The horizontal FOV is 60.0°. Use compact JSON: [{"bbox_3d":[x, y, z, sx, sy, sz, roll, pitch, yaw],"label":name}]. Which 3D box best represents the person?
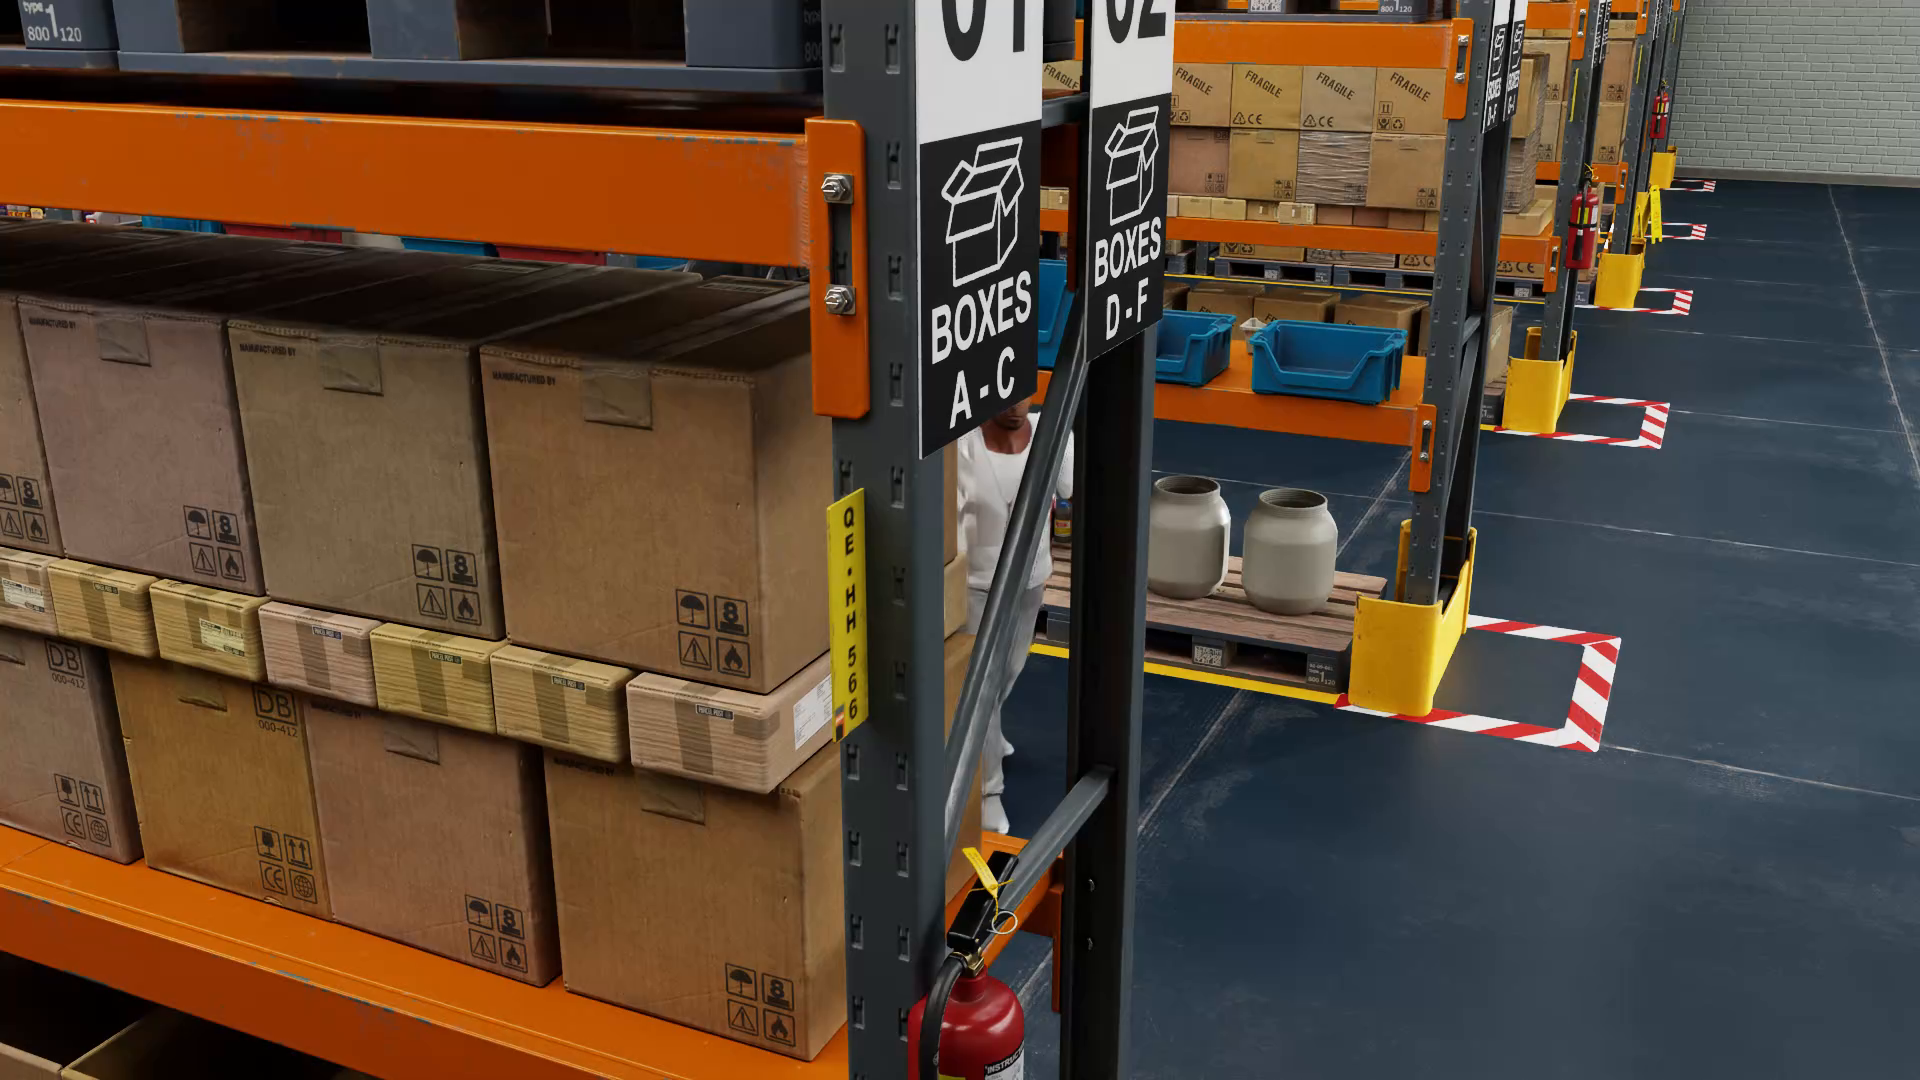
[{"bbox_3d":[0.131,0.124,6.116,0.719,1.748,0.840,-6,20,-17],"label":"person"}]
